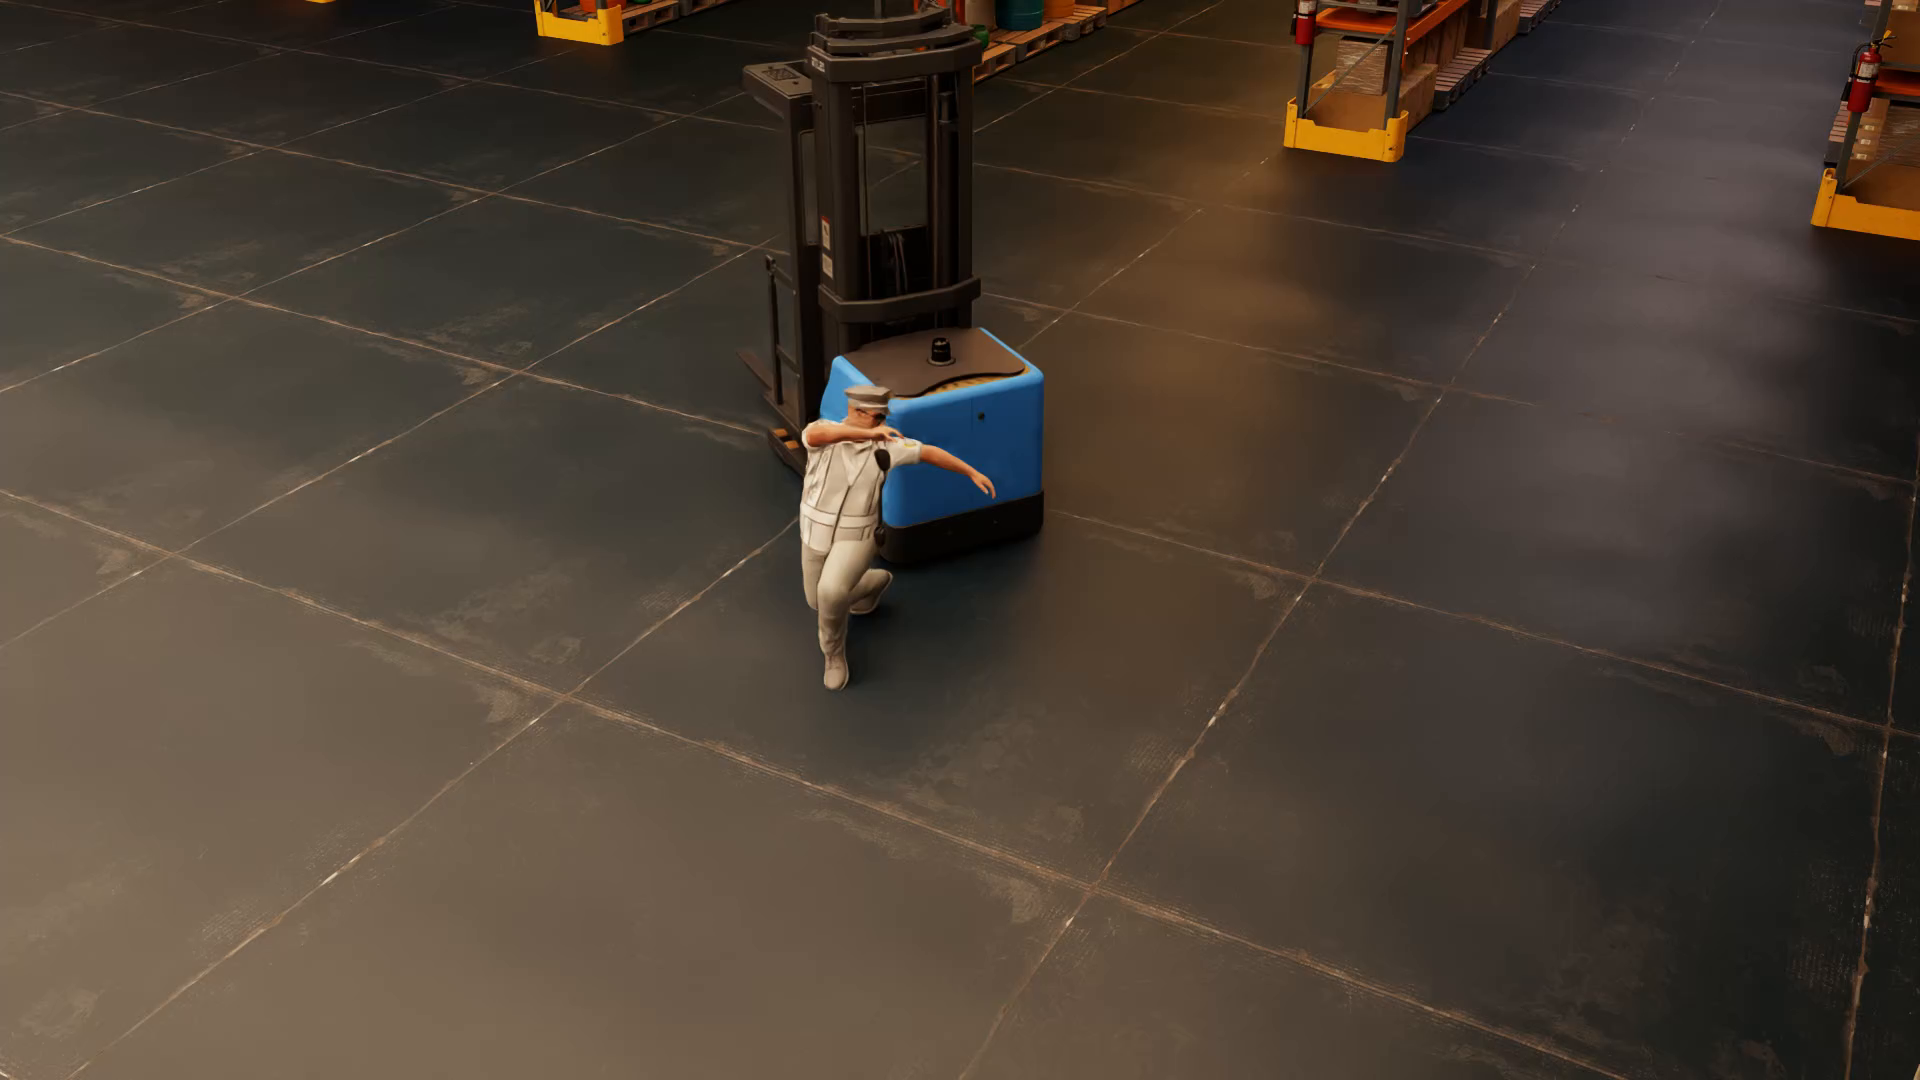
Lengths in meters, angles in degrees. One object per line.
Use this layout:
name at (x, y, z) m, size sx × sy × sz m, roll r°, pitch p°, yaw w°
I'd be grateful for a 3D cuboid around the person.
person at (-0.360, -0.045, 8.647) m, size 0.984 × 1.472 × 0.957 m, roll 6°, pitch 30°, yaw 10°

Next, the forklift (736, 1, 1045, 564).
forklift at (-0.617, -1.843, 10.265) m, size 1.130 × 2.935 × 3.031 m, roll -14°, pitch 33°, yaw -23°
